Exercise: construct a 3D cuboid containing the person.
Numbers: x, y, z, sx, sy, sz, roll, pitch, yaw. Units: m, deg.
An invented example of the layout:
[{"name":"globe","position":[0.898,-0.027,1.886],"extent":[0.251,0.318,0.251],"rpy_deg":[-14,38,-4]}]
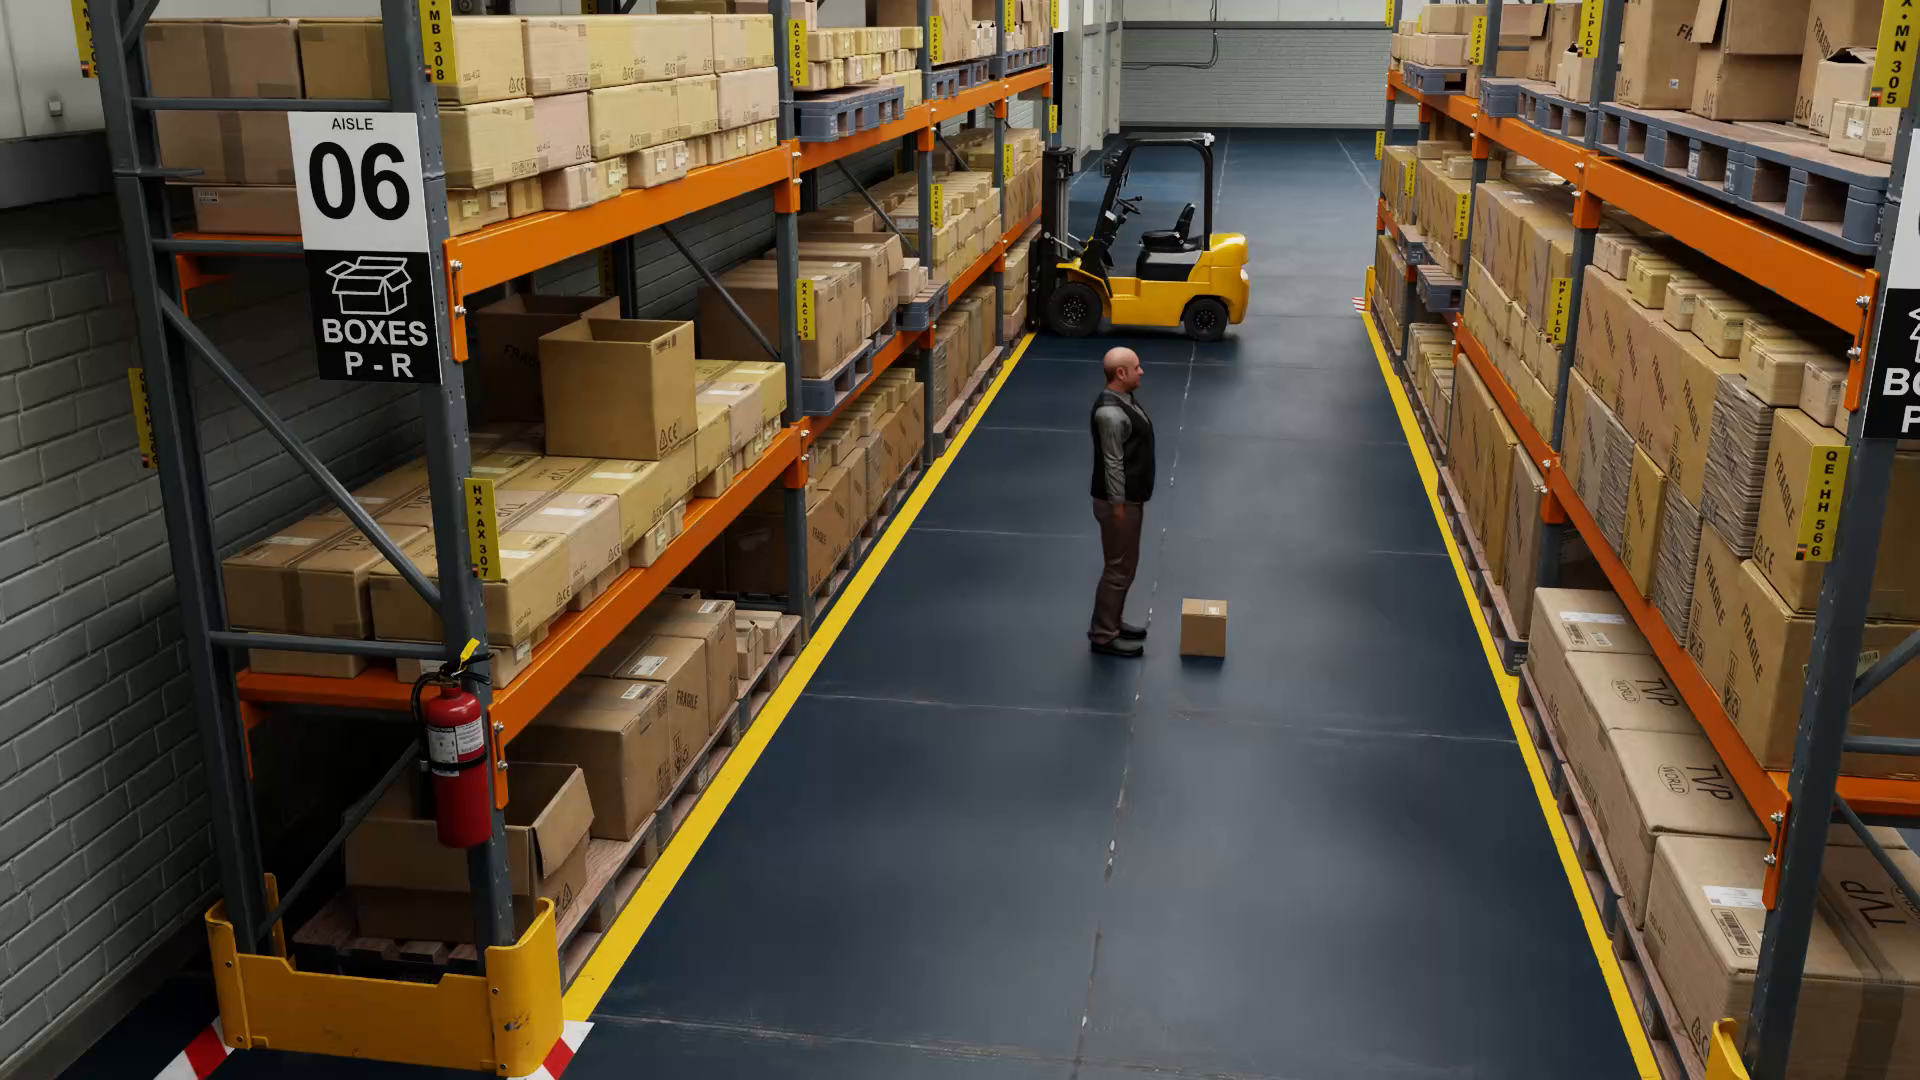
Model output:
[{"name":"person","position":[0.907,-0.228,9.315],"extent":[0.359,1.719,0.531],"rpy_deg":[3,18,10]}]
